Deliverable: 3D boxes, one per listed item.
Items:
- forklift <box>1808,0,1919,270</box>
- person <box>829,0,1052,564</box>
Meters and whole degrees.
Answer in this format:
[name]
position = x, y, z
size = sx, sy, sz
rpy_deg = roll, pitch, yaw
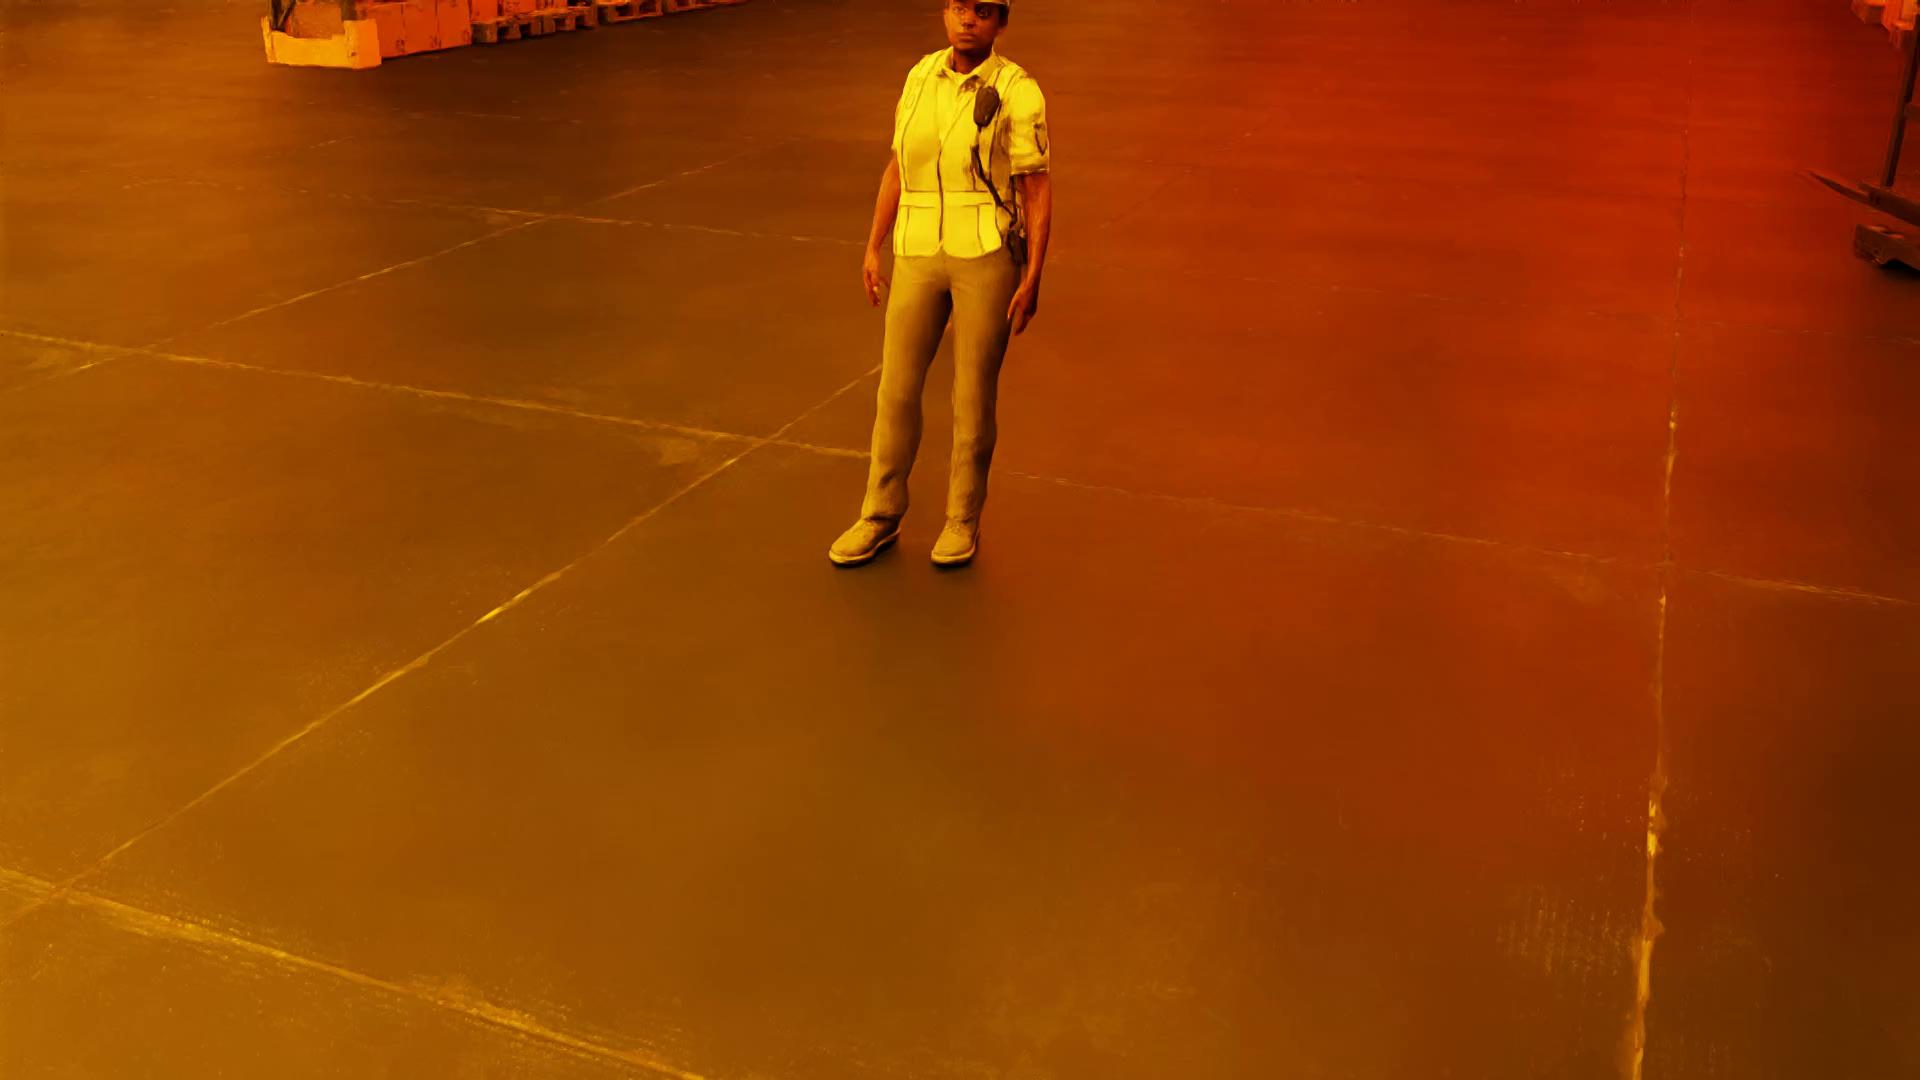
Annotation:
[forklift]
position = 5.198, -2.709, 7.774
size = 1.130, 2.935, 3.031
rpy_deg = 1, 23, 2
[person]
position = -0.047, -0.764, 4.707
size = 0.570, 1.693, 0.529
rpy_deg = 9, 24, 21
